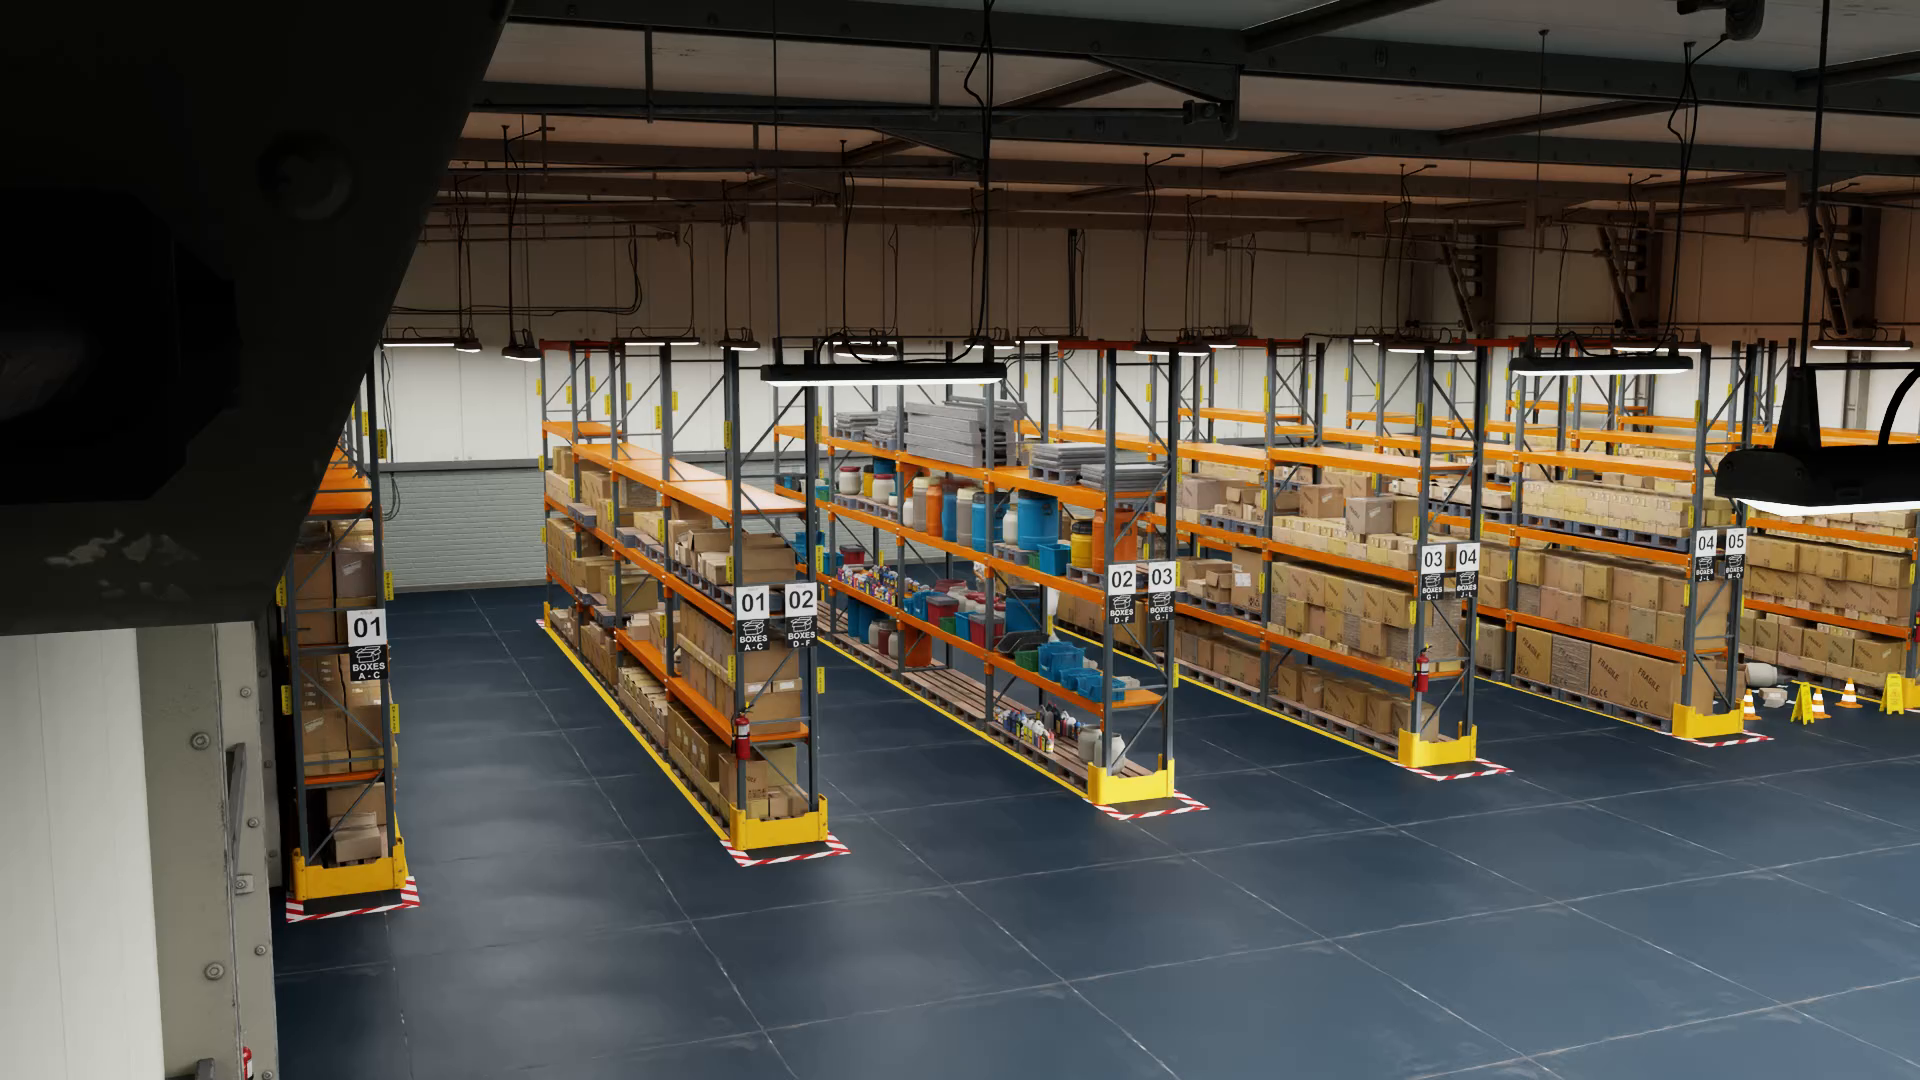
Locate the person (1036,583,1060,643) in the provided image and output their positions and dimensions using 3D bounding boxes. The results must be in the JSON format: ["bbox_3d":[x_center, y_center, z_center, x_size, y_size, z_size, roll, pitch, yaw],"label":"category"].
[{"bbox_3d":[1.767,1.239,32.575,0.668,1.760,0.657,7,10,44],"label":"person"}]

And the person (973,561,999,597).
[{"bbox_3d":[0.580,0.893,35.846,0.642,1.578,0.748,-1,8,-11],"label":"person"}]
